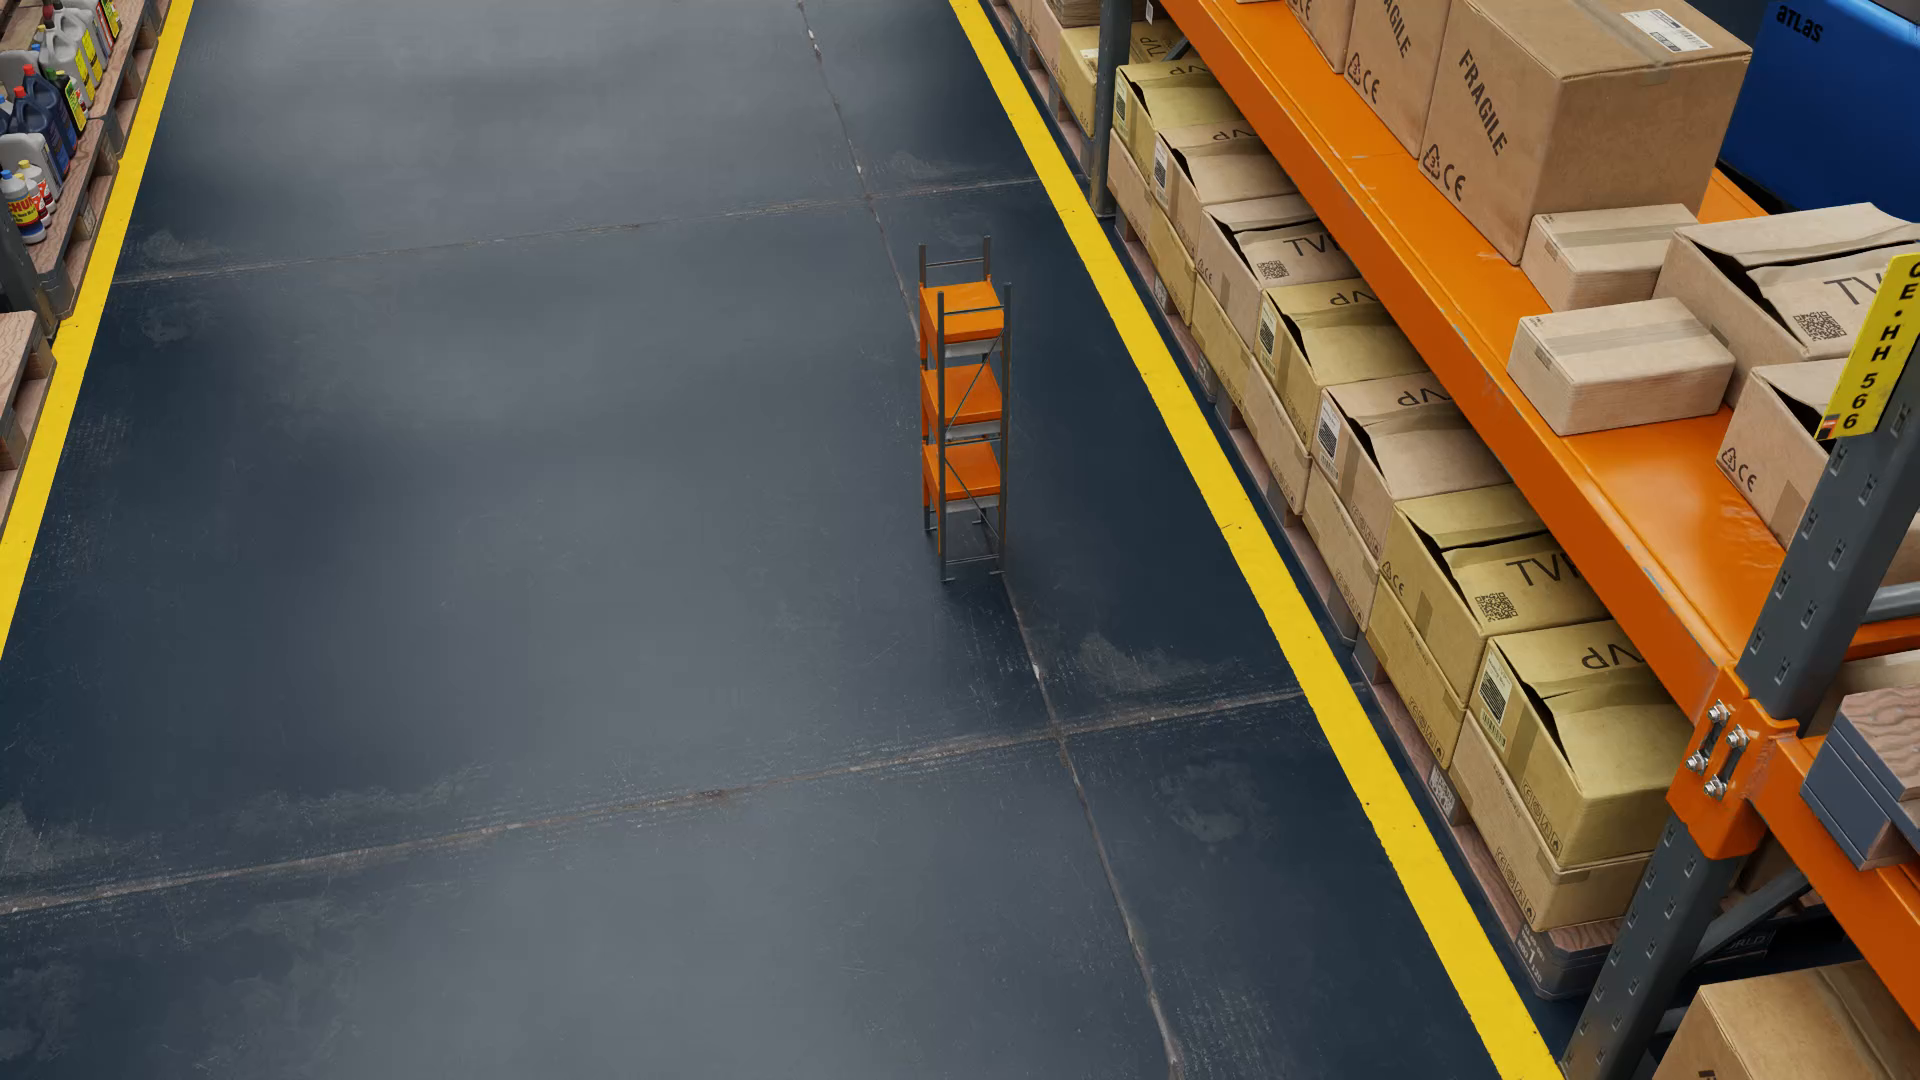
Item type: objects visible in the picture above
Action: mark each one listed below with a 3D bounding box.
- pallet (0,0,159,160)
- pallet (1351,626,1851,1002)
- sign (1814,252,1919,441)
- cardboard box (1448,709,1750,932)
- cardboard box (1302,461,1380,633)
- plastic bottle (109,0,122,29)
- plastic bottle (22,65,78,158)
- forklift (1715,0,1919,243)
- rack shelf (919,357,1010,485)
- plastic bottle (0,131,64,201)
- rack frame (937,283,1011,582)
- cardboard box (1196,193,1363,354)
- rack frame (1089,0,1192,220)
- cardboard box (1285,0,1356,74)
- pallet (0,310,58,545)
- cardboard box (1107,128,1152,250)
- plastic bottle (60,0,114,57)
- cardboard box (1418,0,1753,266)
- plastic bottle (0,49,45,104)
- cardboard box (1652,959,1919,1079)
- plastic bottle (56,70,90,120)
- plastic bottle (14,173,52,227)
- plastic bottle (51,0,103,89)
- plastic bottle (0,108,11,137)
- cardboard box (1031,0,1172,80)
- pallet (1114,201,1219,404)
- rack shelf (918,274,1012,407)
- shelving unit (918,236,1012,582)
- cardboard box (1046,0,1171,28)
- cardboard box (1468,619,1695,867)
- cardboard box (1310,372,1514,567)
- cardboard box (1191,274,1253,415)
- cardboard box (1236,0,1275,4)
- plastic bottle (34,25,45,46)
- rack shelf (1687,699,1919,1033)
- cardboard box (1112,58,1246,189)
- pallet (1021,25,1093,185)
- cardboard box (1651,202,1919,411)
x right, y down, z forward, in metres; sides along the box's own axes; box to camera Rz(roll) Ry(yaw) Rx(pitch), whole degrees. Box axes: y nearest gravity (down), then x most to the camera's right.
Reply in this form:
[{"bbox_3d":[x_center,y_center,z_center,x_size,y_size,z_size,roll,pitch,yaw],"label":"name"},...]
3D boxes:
[{"bbox_3d":[-4.180,-2.006,7.351,1.003,0.211,1.213,-8,42,-9],"label":"pallet"},{"bbox_3d":[1.752,0.574,4.444,1.003,0.211,1.213,-8,42,-9],"label":"pallet"},{"bbox_3d":[1.351,-0.281,2.435,0.100,0.325,0.005,-8,42,-9],"label":"sign"},{"bbox_3d":[1.540,0.636,4.029,0.500,0.250,0.500,-7,42,-8],"label":"cardboard box"},{"bbox_3d":[1.320,-0.024,4.773,0.500,0.250,0.500,-7,42,-8],"label":"cardboard box"},{"bbox_3d":[-3.848,-2.398,7.469,0.097,0.201,0.097,0,42,0],"label":"plastic bottle"},{"bbox_3d":[-3.619,-1.694,6.563,0.144,0.351,0.185,-10,43,-11],"label":"plastic bottle"},{"bbox_3d":[3.959,-1.593,4.837,1.130,2.935,3.031,-15,44,-16],"label":"forklift"},{"bbox_3d":[0.012,-0.350,4.869,0.215,0.259,0.240,-8,42,-9],"label":"rack shelf"},{"bbox_3d":[-3.546,-1.436,6.328,0.152,0.276,0.135,-7,42,-8],"label":"plastic bottle"},{"bbox_3d":[0.038,-0.279,4.773,0.200,1.050,0.008,-8,42,-9],"label":"rack frame"},{"bbox_3d":[1.090,-0.897,5.333,0.500,0.311,0.500,-10,43,-11],"label":"cardboard box"},{"bbox_3d":[1.028,-2.522,5.832,1.000,3.000,0.127,-8,42,-9],"label":"rack frame"},{"bbox_3d":[1.292,-1.718,4.851,0.500,0.500,0.500,-6,42,-6],"label":"cardboard box"},{"bbox_3d":[-3.602,-0.269,5.394,1.003,0.211,1.213,-8,42,-9],"label":"pallet"},{"bbox_3d":[0.874,-1.354,6.271,0.500,0.250,0.500,-9,42,-10],"label":"cardboard box"},{"bbox_3d":[-3.820,-2.259,7.255,0.152,0.276,0.135,-8,42,-9],"label":"plastic bottle"},{"bbox_3d":[1.514,-1.052,4.101,0.500,0.500,0.500,-10,43,-12],"label":"cardboard box"},{"bbox_3d":[-3.850,-1.904,6.856,0.152,0.276,0.135,-8,42,-9],"label":"plastic bottle"},{"bbox_3d":[1.711,1.177,3.216,0.500,0.500,0.500,-7,42,-7],"label":"cardboard box"},{"bbox_3d":[-3.657,-1.825,6.823,0.097,0.201,0.097,0,42,0],"label":"plastic bottle"},{"bbox_3d":[-3.472,-1.268,6.196,0.097,0.201,0.097,0,42,0],"label":"plastic bottle"},{"bbox_3d":[-3.751,-2.090,7.009,0.144,0.351,0.185,-7,42,-8],"label":"plastic bottle"},{"bbox_3d":[-3.719,-1.551,6.402,0.144,0.351,0.185,-8,42,-9],"label":"plastic bottle"},{"bbox_3d":[0.617,-2.246,7.275,0.500,0.250,0.500,-8,42,-9],"label":"cardboard box"},{"bbox_3d":[1.226,-1.008,6.226,1.003,0.211,1.213,-8,42,-9],"label":"pallet"},{"bbox_3d":[0.012,-0.562,4.681,0.215,0.259,0.240,-8,42,-9],"label":"rack shelf"},{"bbox_3d":[0.012,-0.358,4.862,0.215,1.050,0.252,-8,42,-9],"label":"shelving unit"},{"bbox_3d":[0.618,-2.527,7.027,0.500,0.500,0.500,-8,42,-9],"label":"cardboard box"},{"bbox_3d":[1.538,0.428,3.841,0.500,0.311,0.500,-7,42,-8],"label":"cardboard box"},{"bbox_3d":[1.314,-0.236,4.589,0.500,0.311,0.500,-9,42,-10],"label":"cardboard box"},{"bbox_3d":[1.097,-0.687,5.520,0.500,0.250,0.500,-10,42,-11],"label":"cardboard box"},{"bbox_3d":[1.020,-1.825,5.235,0.380,0.149,0.250,-8,42,-9],"label":"cardboard box"},{"bbox_3d":[-3.908,-2.111,7.145,0.097,0.201,0.097,0,42,0],"label":"plastic bottle"},{"bbox_3d":[2.323,1.636,1.689,1.077,0.370,4.000,-8,42,-9],"label":"rack shelf"},{"bbox_3d":[0.874,-1.557,6.077,0.500,0.311,0.500,-8,42,-9],"label":"cardboard box"},{"bbox_3d":[0.898,-2.001,7.345,1.003,0.211,1.213,-8,42,-9],"label":"pallet"},{"bbox_3d":[1.888,-0.504,3.625,0.500,0.311,0.500,-9,42,-10],"label":"cardboard box"}]
